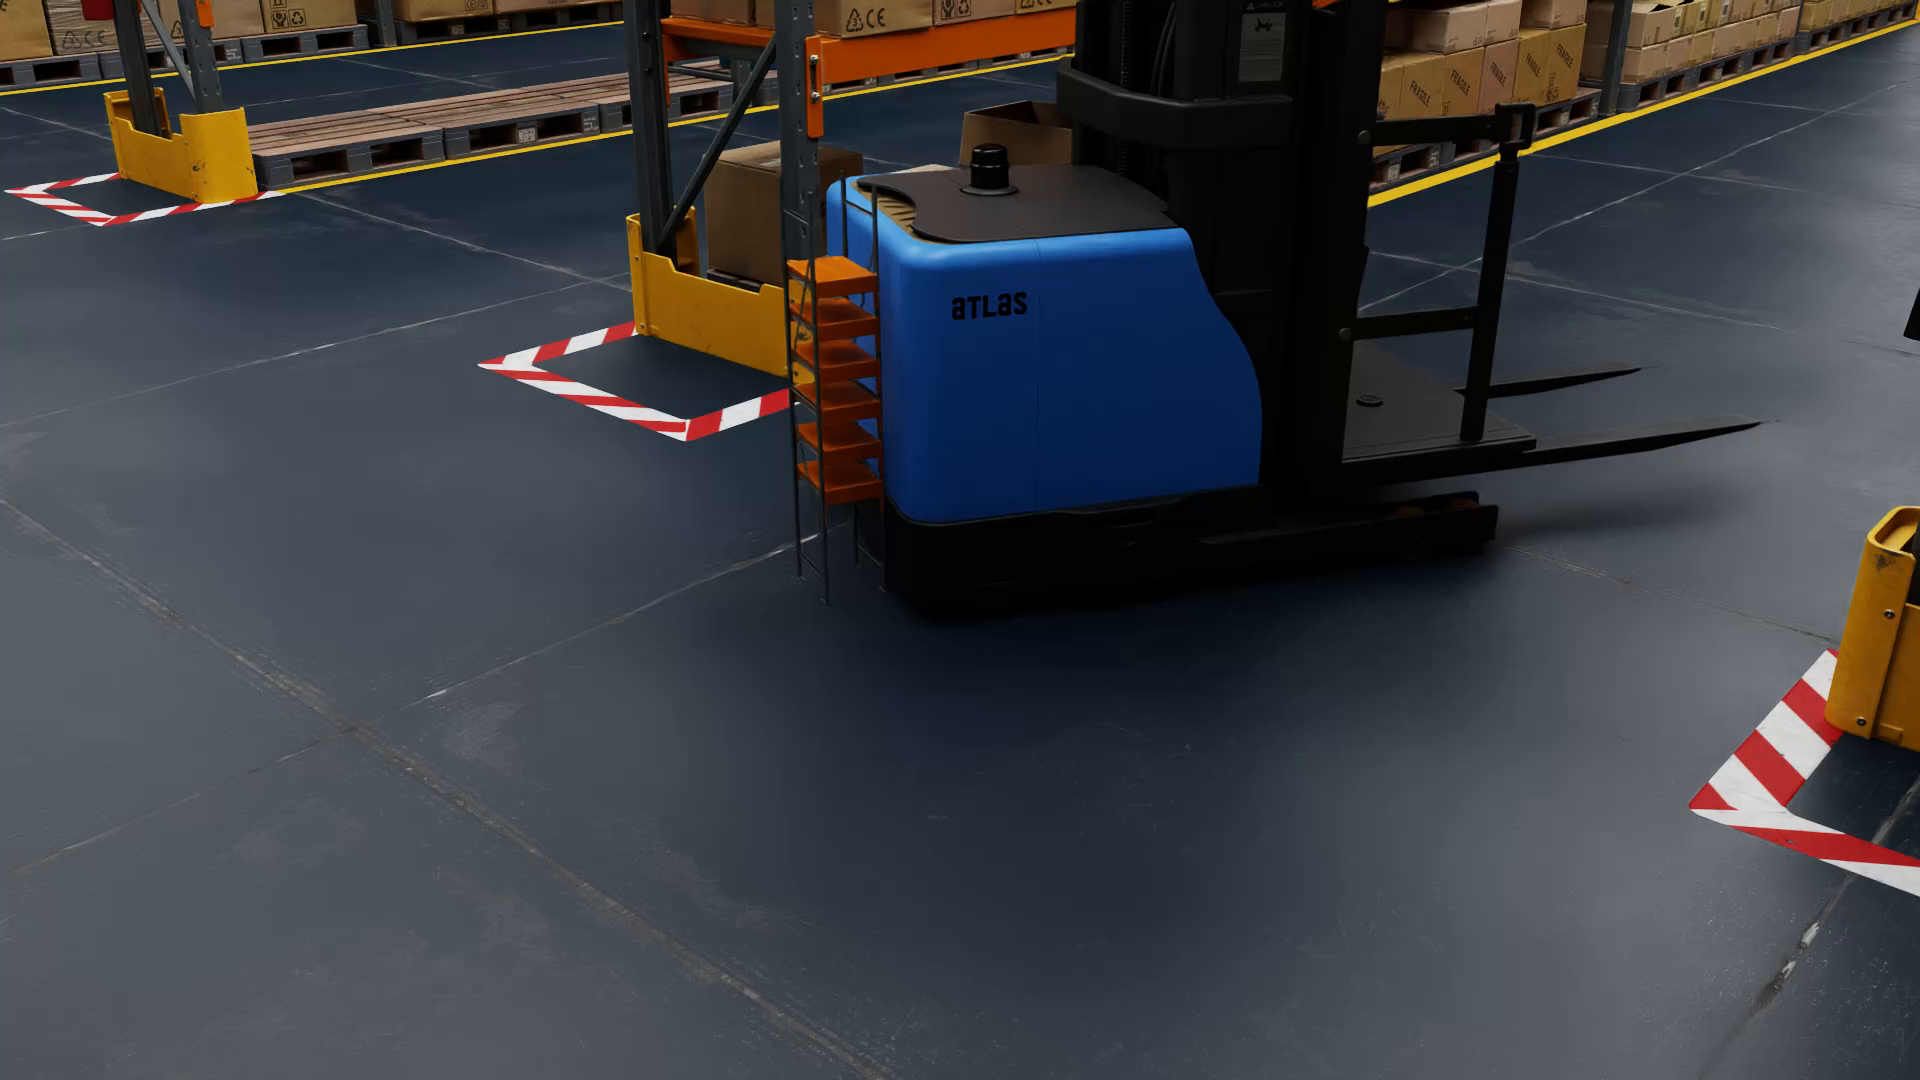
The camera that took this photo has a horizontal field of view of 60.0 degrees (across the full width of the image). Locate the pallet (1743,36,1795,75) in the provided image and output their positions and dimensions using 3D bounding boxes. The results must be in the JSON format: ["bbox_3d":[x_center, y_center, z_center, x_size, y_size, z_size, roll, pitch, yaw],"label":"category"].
[{"bbox_3d":[6.594,-4.306,14.596,1.003,0.211,1.213,20,31,38],"label":"pallet"}]

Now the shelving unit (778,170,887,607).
[{"bbox_3d":[-0.354,-0.414,4.704,0.189,1.200,0.258,-11,26,-23],"label":"shelving unit"}]

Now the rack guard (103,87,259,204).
[{"bbox_3d":[-4.644,-2.360,9.902,1.175,0.500,0.348,20,31,38],"label":"rack guard"}]

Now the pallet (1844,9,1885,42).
[{"bbox_3d":[8.433,-5.146,16.468,1.003,0.211,1.213,20,31,38],"label":"pallet"}]

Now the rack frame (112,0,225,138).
[{"bbox_3d":[-4.638,-3.511,9.415,1.000,3.000,0.127,20,31,38],"label":"rack frame"}]

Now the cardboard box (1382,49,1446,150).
[{"bbox_3d":[2.570,-2.683,10.085,0.500,0.500,0.500,21,31,38],"label":"cardboard box"}]

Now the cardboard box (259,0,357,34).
[{"bbox_3d":[-6.157,-5.125,15.098,0.875,0.875,0.875,20,31,38],"label":"cardboard box"}]

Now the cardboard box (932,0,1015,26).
[{"bbox_3d":[-0.119,-2.425,6.870,0.500,0.500,0.500,20,31,37],"label":"cardboard box"}]

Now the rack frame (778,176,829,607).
[{"bbox_3d":[-0.437,-0.398,4.668,0.006,1.200,0.240,-11,26,-23],"label":"rack frame"}]

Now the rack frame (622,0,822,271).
[{"bbox_3d":[-0.952,-2.158,6.396,1.000,3.000,0.127,20,31,38],"label":"rack frame"}]

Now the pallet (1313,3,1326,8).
[{"bbox_3d":[3.850,-6.088,18.570,1.003,0.211,1.213,20,31,38],"label":"pallet"}]

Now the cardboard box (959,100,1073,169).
[{"bbox_3d":[0.468,-1.864,8.255,0.797,0.503,0.637,20,31,38],"label":"cardboard box"}]

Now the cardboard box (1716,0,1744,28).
[{"bbox_3d":[5.985,-4.341,13.428,0.500,0.311,0.500,20,31,37],"label":"cardboard box"}]

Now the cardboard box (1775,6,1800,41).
[{"bbox_3d":[6.996,-4.545,14.568,0.500,0.250,0.500,20,31,37],"label":"cardboard box"}]

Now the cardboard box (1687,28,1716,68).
[{"bbox_3d":[5.633,-3.925,13.185,0.500,0.250,0.500,19,30,36],"label":"cardboard box"}]

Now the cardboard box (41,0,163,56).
[{"bbox_3d":[-7.352,-4.580,13.882,0.875,0.875,0.875,20,31,38],"label":"cardboard box"}]

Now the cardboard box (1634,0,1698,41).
[{"bbox_3d":[5.300,-4.030,12.733,0.500,0.311,0.500,19,31,36],"label":"cardboard box"}]

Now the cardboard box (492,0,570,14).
[{"bbox_3d":[-4.649,-5.777,16.553,1.225,0.875,0.875,19,30,36],"label":"cardboard box"}]

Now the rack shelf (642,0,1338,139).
[{"bbox_3d":[0.383,-2.439,7.902,1.077,0.370,4.000,20,31,38],"label":"rack shelf"}]

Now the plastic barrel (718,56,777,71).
[{"bbox_3d":[-1.593,-4.125,12.836,0.600,0.901,0.708,20,31,38],"label":"plastic barrel"}]

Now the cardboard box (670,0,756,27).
[{"bbox_3d":[-0.856,-2.414,6.845,0.500,0.500,0.500,21,32,39],"label":"cardboard box"}]

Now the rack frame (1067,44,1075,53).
[{"bbox_3d":[0.701,-5.949,14.851,1.000,3.000,0.127,20,31,38],"label":"rack frame"}]

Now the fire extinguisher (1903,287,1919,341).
[{"bbox_3d":[2.295,-0.681,3.652,0.296,0.674,0.183,20,31,38],"label":"fire extinguisher"}]

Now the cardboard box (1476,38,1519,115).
[{"bbox_3d":[3.247,-2.987,10.763,0.500,0.500,0.500,19,30,36],"label":"cardboard box"}]

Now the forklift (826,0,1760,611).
[{"bbox_3d":[1.149,-1.473,4.953,3.031,2.935,1.130,-7,25,-16],"label":"forklift"}]

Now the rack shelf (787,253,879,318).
[{"bbox_3d":[-0.356,-0.703,4.576,0.180,0.103,0.258,-11,26,-23],"label":"rack shelf"}]

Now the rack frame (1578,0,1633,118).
[{"bbox_3d":[4.387,-4.595,11.832,1.000,3.000,0.127,20,31,38],"label":"rack frame"}]

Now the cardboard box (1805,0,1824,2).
[{"bbox_3d":[7.600,-5.149,14.998,0.500,0.500,0.500,20,31,38],"label":"cardboard box"}]

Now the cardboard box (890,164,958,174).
[{"bbox_3d":[-0.116,-1.618,8.015,0.500,0.250,0.500,20,31,38],"label":"cardboard box"}]

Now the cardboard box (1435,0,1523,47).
[{"bbox_3d":[3.224,-3.317,10.583,0.500,0.250,0.500,19,31,37],"label":"cardboard box"}]

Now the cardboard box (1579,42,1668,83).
[{"bbox_3d":[4.956,-3.611,12.485,0.500,0.250,0.500,20,31,37],"label":"cardboard box"}]

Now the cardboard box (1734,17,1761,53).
[{"bbox_3d":[6.316,-4.235,13.878,0.500,0.250,0.500,21,32,39],"label":"cardboard box"}]

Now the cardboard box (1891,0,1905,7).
[{"bbox_3d":[9.264,-5.570,16.853,0.500,0.250,0.500,20,31,38],"label":"cardboard box"}]

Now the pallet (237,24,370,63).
[{"bbox_3d":[-6.223,-4.600,15.251,1.003,0.211,1.213,20,31,38],"label":"pallet"}]

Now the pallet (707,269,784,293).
[{"bbox_3d":[-0.370,-1.151,7.560,1.003,0.211,1.213,20,31,38],"label":"pallet"}]

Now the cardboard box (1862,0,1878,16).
[{"bbox_3d":[8.597,-5.265,16.174,0.500,0.250,0.500,20,31,38],"label":"cardboard box"}]

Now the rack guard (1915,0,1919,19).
[{"bbox_3d":[9.743,-5.899,17.796,1.175,0.500,0.348,20,31,38],"label":"rack guard"}]

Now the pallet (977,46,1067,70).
[{"bbox_3d":[0.206,-4.425,14.860,1.003,0.211,1.213,20,31,38],"label":"pallet"}]

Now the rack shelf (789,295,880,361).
[{"bbox_3d":[-0.355,-0.593,4.625,0.180,0.103,0.258,-11,26,-23],"label":"rack shelf"}]

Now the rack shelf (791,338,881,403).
[{"bbox_3d":[-0.355,-0.483,4.673,0.180,0.103,0.258,-11,26,-23],"label":"rack shelf"}]

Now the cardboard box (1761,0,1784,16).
[{"bbox_3d":[6.658,-4.645,14.105,0.500,0.311,0.500,21,32,39],"label":"cardboard box"}]

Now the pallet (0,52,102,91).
[{"bbox_3d":[-7.851,-3.856,13.593,1.003,0.211,1.213,20,31,38],"label":"pallet"}]

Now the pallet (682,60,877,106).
[{"bbox_3d":[-1.422,-3.681,13.202,1.003,0.211,1.213,20,31,38],"label":"pallet"}]

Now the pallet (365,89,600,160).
[{"bbox_3d":[-3.244,-2.849,11.347,1.003,0.211,1.213,20,31,38],"label":"pallet"}]

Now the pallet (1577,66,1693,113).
[{"bbox_3d":[4.966,-3.563,12.938,1.003,0.211,1.213,20,31,38],"label":"pallet"}]

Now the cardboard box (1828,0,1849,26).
[{"bbox_3d":[7.930,-4.960,15.494,0.500,0.250,0.500,20,31,38],"label":"cardboard box"}]

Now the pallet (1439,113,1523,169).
[{"bbox_3d":[3.047,-2.735,11.093,1.003,0.211,1.213,20,31,38],"label":"pallet"}]

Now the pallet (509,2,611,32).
[{"bbox_3d":[-4.384,-5.439,17.123,1.003,0.211,1.213,20,31,38],"label":"pallet"}]

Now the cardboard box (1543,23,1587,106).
[{"bbox_3d":[3.938,-3.306,11.475,0.500,0.500,0.500,22,32,39],"label":"cardboard box"}]

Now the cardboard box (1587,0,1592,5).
[{"bbox_3d":[4.554,-4.015,12.700,0.500,0.311,0.500,21,32,39],"label":"cardboard box"}]
